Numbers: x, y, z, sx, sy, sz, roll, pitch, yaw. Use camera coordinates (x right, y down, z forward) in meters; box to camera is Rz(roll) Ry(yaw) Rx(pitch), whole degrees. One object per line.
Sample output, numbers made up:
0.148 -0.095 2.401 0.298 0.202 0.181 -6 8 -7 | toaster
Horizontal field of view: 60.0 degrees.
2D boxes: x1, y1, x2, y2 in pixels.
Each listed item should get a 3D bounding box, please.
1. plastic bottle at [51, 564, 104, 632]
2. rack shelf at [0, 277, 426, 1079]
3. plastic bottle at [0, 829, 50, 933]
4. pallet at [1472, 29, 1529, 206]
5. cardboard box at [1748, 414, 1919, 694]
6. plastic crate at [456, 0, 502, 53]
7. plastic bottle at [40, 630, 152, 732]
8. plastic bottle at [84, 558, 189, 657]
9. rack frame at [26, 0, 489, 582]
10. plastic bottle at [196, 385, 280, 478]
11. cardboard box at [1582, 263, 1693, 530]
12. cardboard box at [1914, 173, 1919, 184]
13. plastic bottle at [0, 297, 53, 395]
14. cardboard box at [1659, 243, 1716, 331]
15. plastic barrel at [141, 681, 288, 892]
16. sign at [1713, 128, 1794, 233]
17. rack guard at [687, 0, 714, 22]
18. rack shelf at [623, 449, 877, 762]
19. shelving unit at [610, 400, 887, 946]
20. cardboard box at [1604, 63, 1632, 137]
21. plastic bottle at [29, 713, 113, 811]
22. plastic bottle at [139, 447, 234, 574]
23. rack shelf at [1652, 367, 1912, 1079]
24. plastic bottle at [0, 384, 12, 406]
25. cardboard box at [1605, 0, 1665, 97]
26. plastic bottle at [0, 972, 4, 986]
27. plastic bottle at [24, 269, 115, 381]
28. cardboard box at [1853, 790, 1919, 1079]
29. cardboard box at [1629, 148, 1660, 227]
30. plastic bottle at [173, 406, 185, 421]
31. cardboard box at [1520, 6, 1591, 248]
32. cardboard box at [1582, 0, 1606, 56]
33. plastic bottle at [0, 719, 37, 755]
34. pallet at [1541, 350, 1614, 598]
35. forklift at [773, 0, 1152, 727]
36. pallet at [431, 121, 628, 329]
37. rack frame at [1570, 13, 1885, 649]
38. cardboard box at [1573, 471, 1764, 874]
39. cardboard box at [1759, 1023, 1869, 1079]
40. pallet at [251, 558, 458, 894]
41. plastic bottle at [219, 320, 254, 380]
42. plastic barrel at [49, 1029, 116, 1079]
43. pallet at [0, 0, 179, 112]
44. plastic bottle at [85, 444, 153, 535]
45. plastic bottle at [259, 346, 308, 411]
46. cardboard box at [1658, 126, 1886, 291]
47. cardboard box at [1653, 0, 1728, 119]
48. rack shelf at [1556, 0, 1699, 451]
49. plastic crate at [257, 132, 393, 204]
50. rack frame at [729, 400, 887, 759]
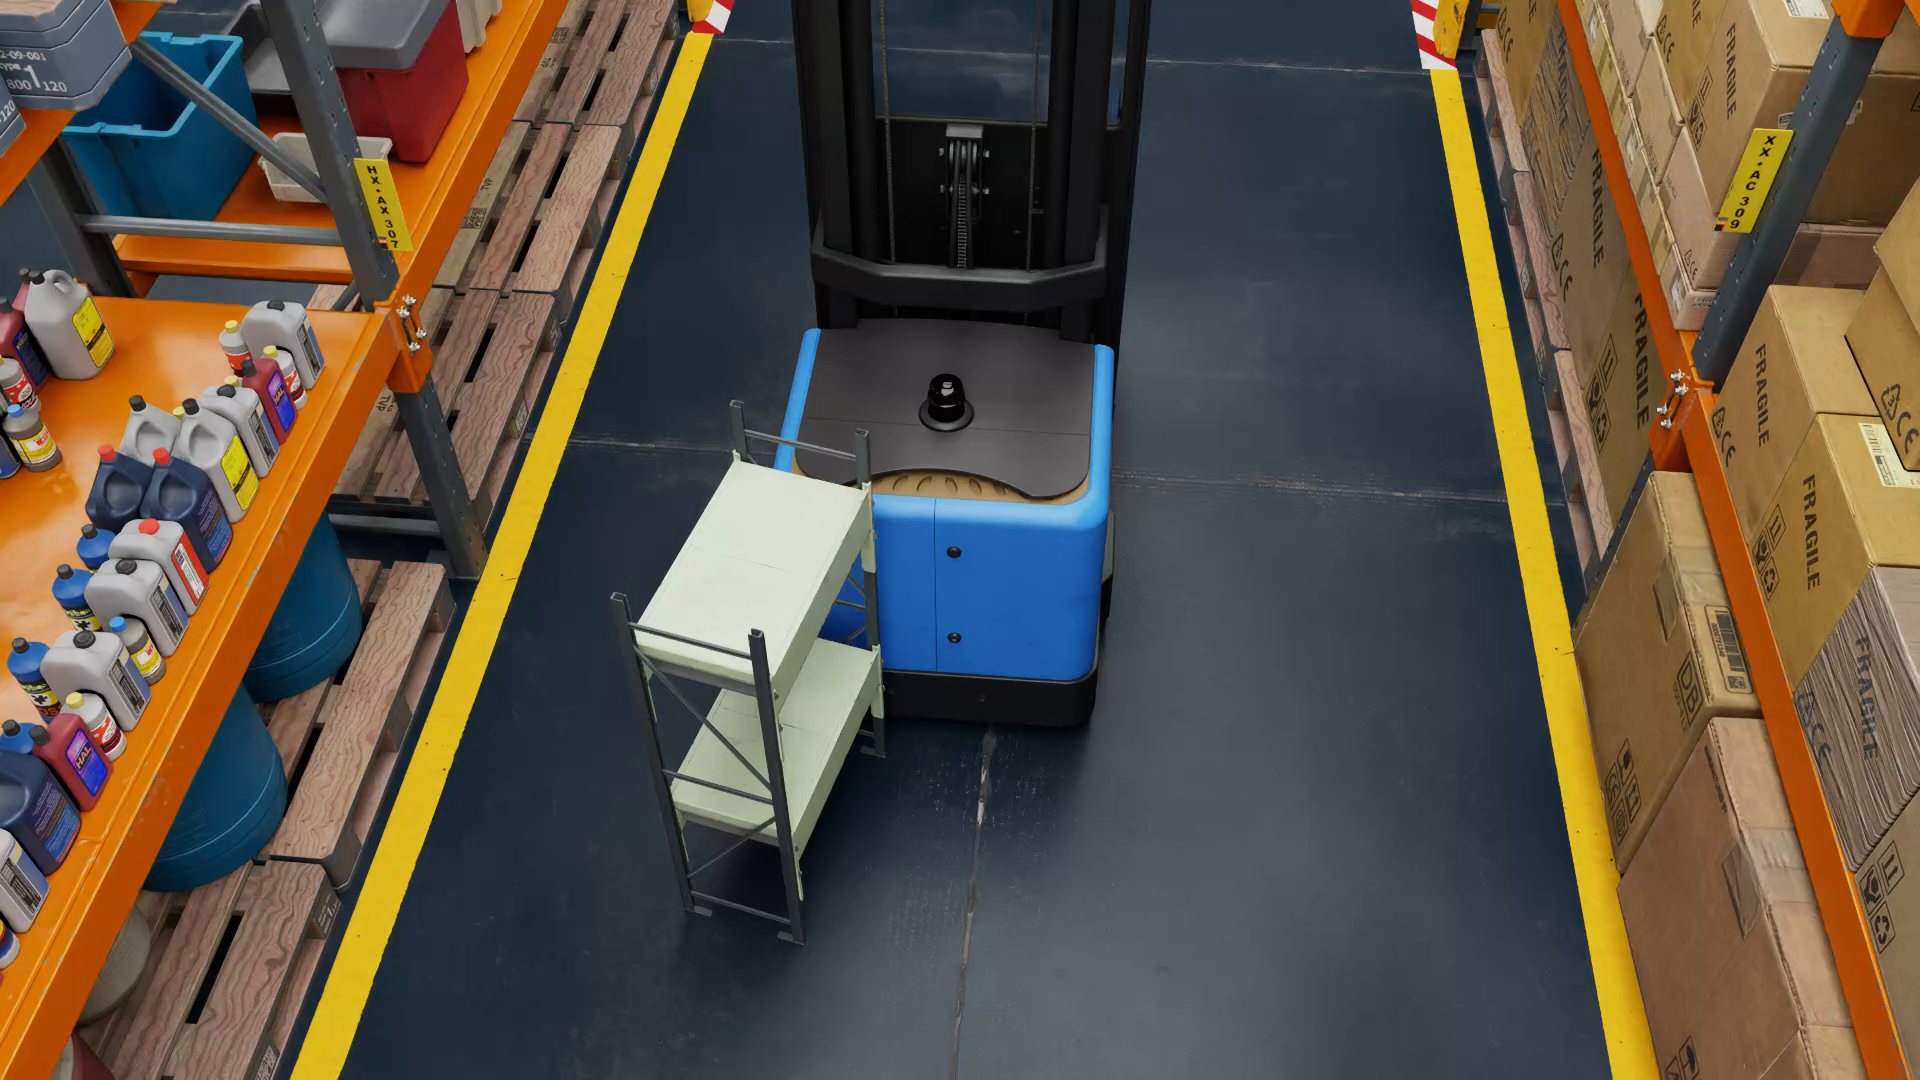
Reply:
-2.189 0.161 4.157 0.097 0.271 0.097 0 48 0 | plastic bottle
-2.439 0.775 3.996 1.077 0.370 4.000 4 48 4 | rack shelf
-2.134 0.729 3.635 0.152 0.276 0.135 4 48 4 | plastic bottle
3.045 -2.009 7.945 1.003 0.211 1.213 4 48 4 | pallet
2.339 0.053 4.101 0.500 0.500 0.500 4 48 4 | cardboard box
-1.935 -2.027 6.111 0.437 0.282 0.530 4 48 4 | plastic crate
-2.084 0.324 4.005 0.152 0.276 0.135 4 48 4 | plastic bottle
-2.063 0.154 4.160 0.152 0.276 0.135 4 48 4 | plastic bottle
-2.257 -0.937 5.074 1.000 3.000 0.127 4 48 4 | rack frame
-2.004 -0.315 4.590 0.152 0.276 0.135 4 48 4 | plastic bottle
2.815 -0.508 5.837 0.875 0.875 0.875 4 48 4 | cardboard box
2.973 -1.242 4.745 0.500 0.500 0.500 4 48 4 | cardboard box
-2.728 -0.559 4.807 0.061 0.283 0.133 4 48 4 | plastic bottle
2.377 -0.765 5.087 0.380 0.149 0.250 4 48 4 | cardboard box
-2.388 0.548 4.853 0.600 0.901 0.708 4 48 4 | plastic barrel
2.122 -0.959 4.454 0.100 0.325 0.005 4 48 4 | sign
-1.903 -3.051 8.702 1.175 0.500 0.348 4 48 4 | rack guard
-0.553 0.168 4.551 0.431 0.370 0.720 14 49 12 | rack shelf
-0.553 0.431 4.839 0.431 1.500 0.755 14 49 12 | shelving unit
2.470 -1.522 5.779 0.380 0.149 0.250 5 48 4 | cardboard box
-2.059 0.495 3.844 0.061 0.283 0.133 4 48 4 | plastic bottle
-2.032 -0.087 4.330 0.144 0.351 0.185 4 48 4 | plastic bottle
2.493 1.108 3.691 1.077 0.370 4.000 4 48 4 | rack shelf
-2.729 -0.397 4.668 0.097 0.271 0.097 0 48 0 | plastic bottle
2.545 -1.751 5.719 0.500 0.250 0.500 5 48 4 | cardboard box
-2.110 0.899 3.474 0.061 0.283 0.133 4 48 4 | plastic bottle
-2.616 -0.654 4.849 0.144 0.351 0.185 4 48 4 | plastic bottle
2.251 0.801 3.417 0.500 0.500 0.500 5 48 4 | cardboard box
2.424 -1.143 5.433 0.380 0.149 0.250 3 48 3 | cardboard box
-2.130 -0.285 4.612 0.097 0.201 0.097 0 48 0 | plastic bottle
2.978 -1.824 7.040 0.875 0.875 0.875 4 48 4 | cardboard box
2.518 -1.897 6.122 0.380 0.149 0.250 5 48 4 | cardboard box
-2.140 0.507 3.841 0.097 0.271 0.097 0 48 0 | plastic bottle
2.822 -0.216 6.305 1.003 0.211 1.213 4 48 4 | pallet
0.055 -1.452 5.592 1.130 2.935 3.031 4 48 3 | forklift
-2.120 -1.438 7.422 1.003 0.211 1.213 4 48 4 | pallet
2.675 -0.604 4.770 1.000 3.000 0.127 4 48 4 | rack frame
2.637 0.443 4.967 1.225 0.875 0.875 4 48 4 | cardboard box
2.483 1.750 3.772 1.225 0.875 0.875 4 48 4 | cardboard box
-2.369 0.568 5.587 1.003 0.211 1.213 4 48 4 | pallet
-2.097 -0.553 4.858 0.097 0.201 0.097 0 48 0 | plastic bottle
-2.491 1.484 4.210 0.600 0.588 0.708 4 48 4 | plastic barrel
-2.231 -1.303 3.504 1.213 0.211 1.003 4 48 4 | pallet
-2.175 -0.097 4.339 0.144 0.351 0.185 4 48 4 | plastic bottle
-1.954 -0.472 4.783 0.097 0.201 0.097 0 48 0 | plastic bottle
2.454 -0.996 5.028 0.500 0.250 0.500 3 48 3 | cardboard box
2.501 -1.631 5.100 0.500 0.500 0.500 4 48 4 | cardboard box
2.857 -1.831 6.379 1.077 0.370 4.000 4 48 4 | rack shelf
-2.072 -1.201 5.453 0.396 0.136 0.243 4 48 4 | plastic crate
-0.439 0.174 5.074 0.400 1.500 0.023 14 49 12 | rack frame
